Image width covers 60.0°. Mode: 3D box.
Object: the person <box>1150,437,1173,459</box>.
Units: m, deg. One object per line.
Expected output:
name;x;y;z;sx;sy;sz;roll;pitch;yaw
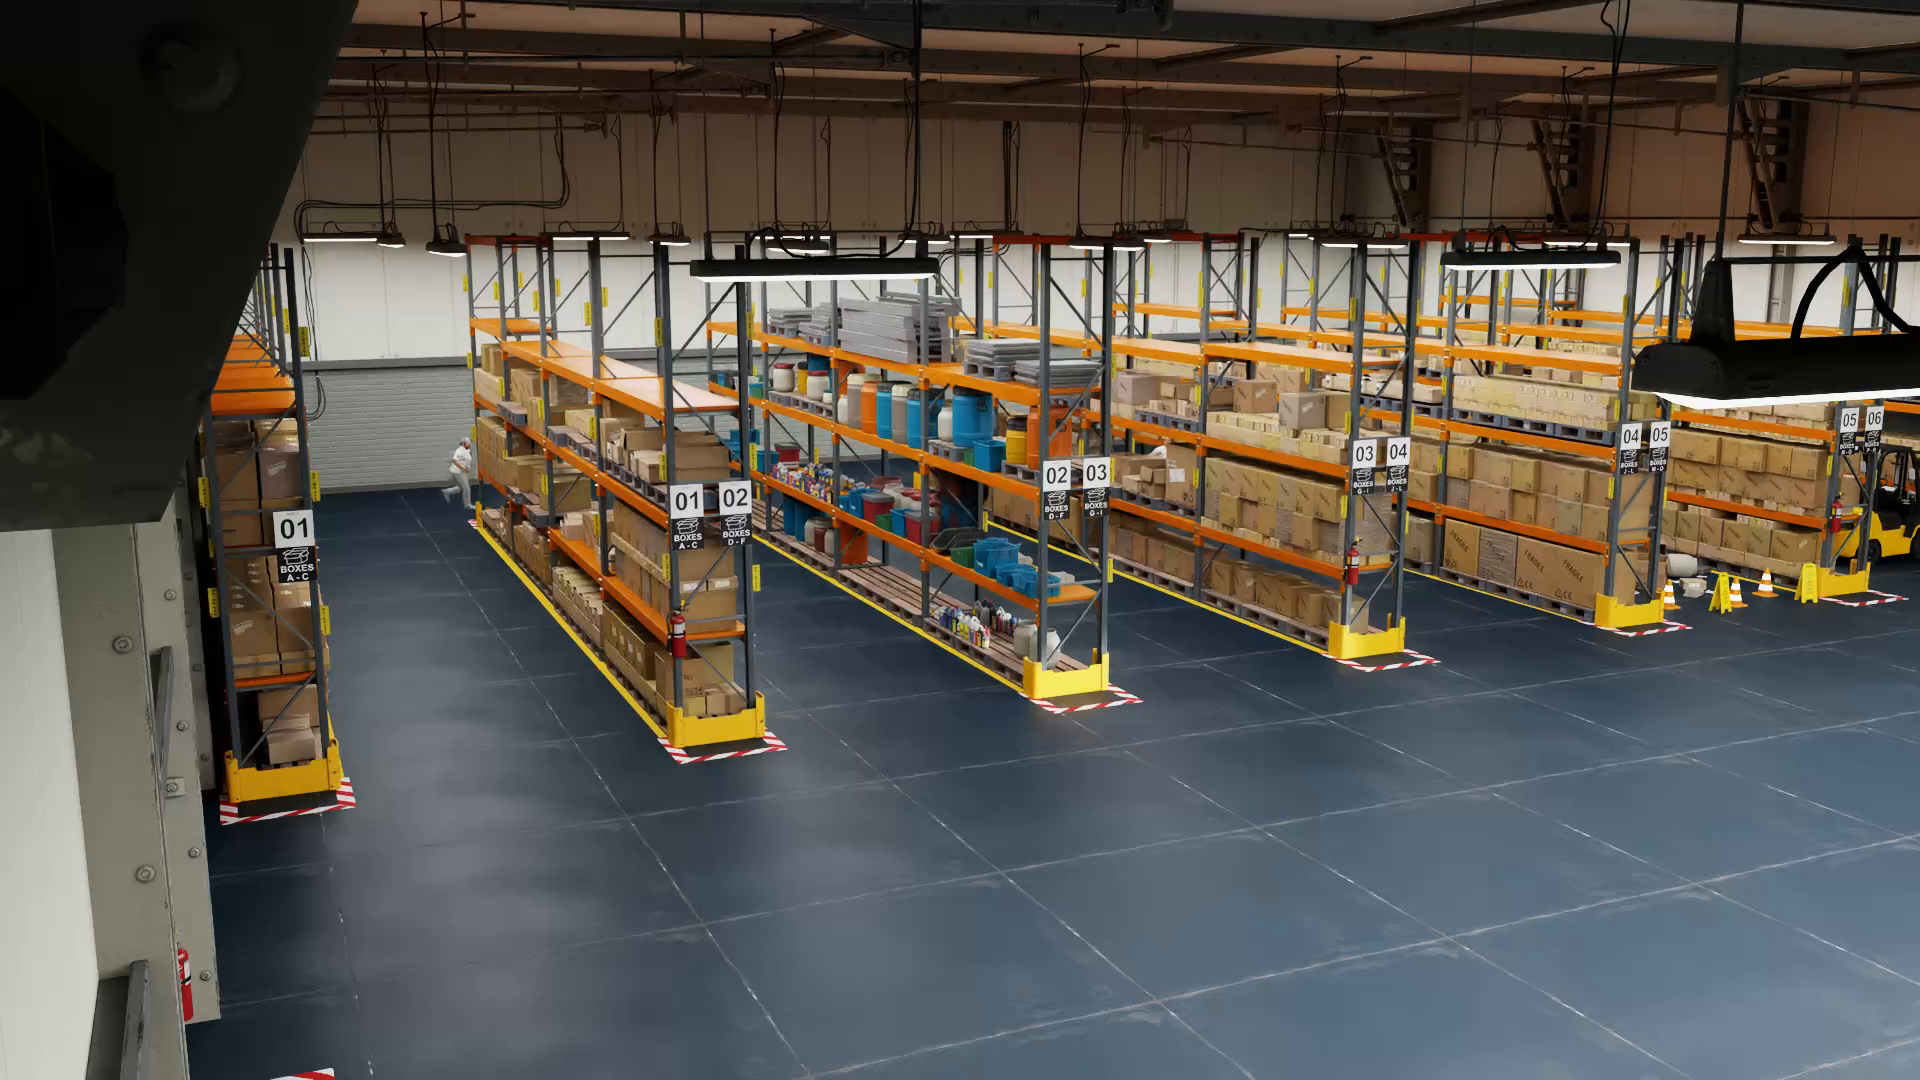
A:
person;4.466;-1.379;35.575;0.668;1.752;0.717;-6;13;-30

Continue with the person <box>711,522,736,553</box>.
person;-4.074;-0.164;28.556;0.684;1.752;0.757;-8;13;-35

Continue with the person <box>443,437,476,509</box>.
person;-11.003;-1.463;36.487;0.773;1.620;0.604;1;11;6

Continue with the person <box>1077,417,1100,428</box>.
person;3.269;-2.726;42.495;0.672;1.846;0.865;4;12;18
